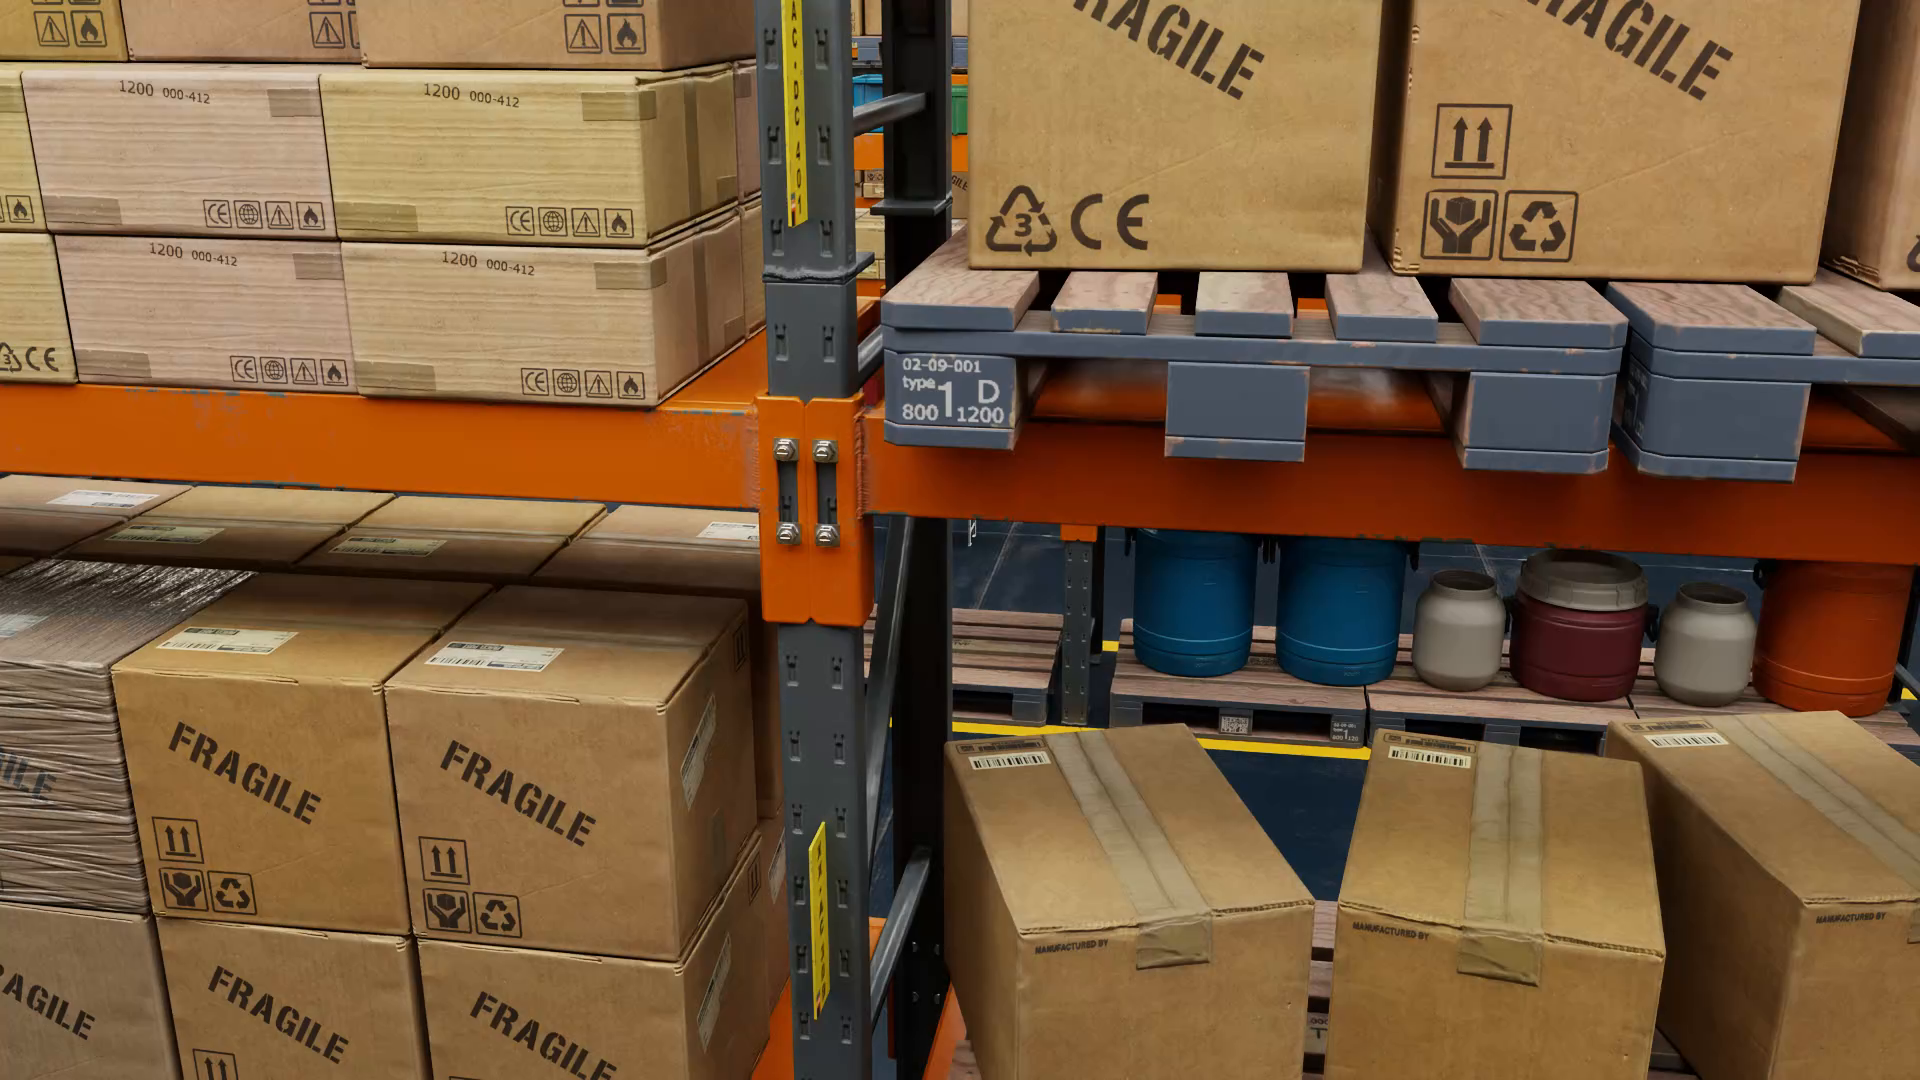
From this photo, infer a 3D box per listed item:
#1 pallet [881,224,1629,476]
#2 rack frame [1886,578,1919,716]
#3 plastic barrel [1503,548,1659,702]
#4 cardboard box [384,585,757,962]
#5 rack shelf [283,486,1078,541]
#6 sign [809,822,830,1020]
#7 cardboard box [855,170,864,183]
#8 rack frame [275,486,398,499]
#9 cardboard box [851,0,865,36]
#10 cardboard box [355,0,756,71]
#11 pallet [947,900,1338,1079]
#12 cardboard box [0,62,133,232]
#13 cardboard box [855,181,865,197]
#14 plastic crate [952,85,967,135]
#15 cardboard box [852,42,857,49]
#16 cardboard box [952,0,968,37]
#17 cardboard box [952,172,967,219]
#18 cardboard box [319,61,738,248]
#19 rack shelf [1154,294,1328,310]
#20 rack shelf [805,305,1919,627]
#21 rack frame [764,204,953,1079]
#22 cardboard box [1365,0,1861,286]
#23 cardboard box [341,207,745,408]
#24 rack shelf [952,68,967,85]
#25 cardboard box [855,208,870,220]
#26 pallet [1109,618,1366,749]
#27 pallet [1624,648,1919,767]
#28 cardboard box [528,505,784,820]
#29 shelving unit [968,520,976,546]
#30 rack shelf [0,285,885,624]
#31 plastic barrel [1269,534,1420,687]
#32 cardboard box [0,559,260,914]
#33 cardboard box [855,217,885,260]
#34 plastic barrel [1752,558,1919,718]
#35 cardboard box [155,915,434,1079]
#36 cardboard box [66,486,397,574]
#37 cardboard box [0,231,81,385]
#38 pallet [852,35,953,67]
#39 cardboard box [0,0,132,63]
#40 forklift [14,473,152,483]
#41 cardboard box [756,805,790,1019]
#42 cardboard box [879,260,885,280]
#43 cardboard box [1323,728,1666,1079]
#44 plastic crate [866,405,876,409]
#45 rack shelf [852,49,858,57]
[{"bbox_3d":[0.476,-0.398,2.834,1.003,0.211,1.213,3,19,9],"label":"pallet"},{"bbox_3d":[4.582,-0.470,7.480,0.127,3.000,1.000,3,19,9],"label":"rack frame"},{"bbox_3d":[2.981,0.399,8.023,0.708,0.588,0.600,3,19,9],"label":"plastic barrel"},{"bbox_3d":[-0.697,0.415,3.103,0.500,0.500,0.500,3,19,9],"label":"cardboard box"},{"bbox_3d":[-1.342,-0.431,8.496,4.000,0.370,1.077,3,19,9],"label":"rack shelf"},{"bbox_3d":[-0.235,0.640,2.797,0.005,0.325,0.100,3,19,9],"label":"sign"},{"bbox_3d":[-1.245,-4.052,17.560,0.500,0.500,0.500,4,19,11],"label":"cardboard box"},{"bbox_3d":[-3.317,-0.872,8.683,0.127,3.000,1.000,3,19,9],"label":"rack frame"},{"bbox_3d":[-0.955,-4.054,12.488,0.500,0.500,0.700,2,19,5],"label":"cardboard box"},{"bbox_3d":[-0.643,-1.076,2.831,0.500,0.500,0.700,3,19,9],"label":"cardboard box"},{"bbox_3d":[0.615,1.046,3.252,1.213,0.211,1.003,3,19,9],"label":"pallet"},{"bbox_3d":[-1.666,-0.699,2.887,0.500,0.250,0.500,3,19,9],"label":"cardboard box"},{"bbox_3d":[-1.119,-3.735,17.634,0.250,0.149,0.380,4,19,11],"label":"cardboard box"},{"bbox_3d":[0.166,-1.920,7.420,0.662,0.188,0.450,3,19,9],"label":"plastic crate"},{"bbox_3d":[-1.242,-5.222,17.190,0.500,0.250,0.500,4,19,11],"label":"cardboard box"},{"bbox_3d":[0.106,-3.988,12.291,0.500,0.500,0.700,4,19,11],"label":"cardboard box"},{"bbox_3d":[-0.014,-2.804,13.043,0.500,0.500,0.500,2,19,7],"label":"cardboard box"},{"bbox_3d":[-0.680,-0.647,2.731,0.500,0.250,0.500,3,19,9],"label":"cardboard box"},{"bbox_3d":[3.393,-1.781,12.532,4.000,0.370,1.077,3,19,9],"label":"rack shelf"},{"bbox_3d":[1.818,-0.100,2.781,4.000,0.370,1.077,3,19,9],"label":"rack shelf"},{"bbox_3d":[-0.157,0.881,3.444,0.127,3.000,1.000,3,19,9],"label":"rack frame"},{"bbox_3d":[0.992,-0.761,2.646,0.600,0.600,0.600,3,19,8],"label":"cardboard box"},{"bbox_3d":[-0.679,-0.412,2.816,0.500,0.250,0.500,3,19,9],"label":"cardboard box"},{"bbox_3d":[-0.556,-3.405,12.658,4.000,0.370,1.077,3,19,9],"label":"rack shelf"},{"bbox_3d":[-1.007,-2.502,13.320,0.500,0.250,0.500,2,19,7],"label":"cardboard box"},{"bbox_3d":[1.388,0.703,8.369,1.213,0.211,1.003,3,19,9],"label":"pallet"},{"bbox_3d":[3.797,0.826,8.002,1.213,0.211,1.003,3,19,9],"label":"pallet"},{"bbox_3d":[-0.577,0.247,3.604,0.500,0.500,0.500,3,19,10],"label":"cardboard box"},{"bbox_3d":[-0.163,-0.577,10.638,0.503,1.200,0.258,3,19,9],"label":"shelving unit"},{"bbox_3d":[-2.131,-0.301,3.383,4.000,0.370,1.077,3,19,9],"label":"rack shelf"},{"bbox_3d":[1.866,0.193,8.143,0.708,0.901,0.600,3,19,9],"label":"plastic barrel"},{"bbox_3d":[-1.701,0.364,3.254,0.500,0.500,0.500,3,19,9],"label":"cardboard box"},{"bbox_3d":[-0.574,-2.310,12.748,0.500,0.250,0.500,3,19,8],"label":"cardboard box"},{"bbox_3d":[4.096,0.341,7.815,0.708,0.830,0.600,3,19,9],"label":"plastic barrel"},{"bbox_3d":[-1.200,0.863,3.339,0.500,0.500,0.500,3,19,10],"label":"cardboard box"},{"bbox_3d":[-1.594,0.195,3.759,0.500,0.500,0.500,2,19,7],"label":"cardboard box"},{"bbox_3d":[-1.666,-0.463,2.968,0.500,0.250,0.500,3,19,9],"label":"cardboard box"},{"bbox_3d":[-0.589,-3.710,12.576,1.213,0.211,1.003,3,19,9],"label":"pallet"},{"bbox_3d":[-1.609,-1.169,3.108,0.500,0.500,0.700,3,19,9],"label":"cardboard box"},{"bbox_3d":[-3.418,-0.019,6.240,3.031,2.935,1.130,12,22,32],"label":"forklift"},{"bbox_3d":[-0.617,0.722,3.760,0.500,0.500,0.500,3,19,10],"label":"cardboard box"},{"bbox_3d":[-0.455,-2.094,12.730,0.250,0.149,0.380,3,19,10],"label":"cardboard box"},{"bbox_3d":[0.964,0.743,3.037,0.500,0.500,0.700,6,19,17],"label":"cardboard box"},{"bbox_3d":[-0.515,-0.541,8.032,0.590,0.125,0.437,3,19,9],"label":"plastic crate"},{"bbox_3d":[0.330,-4.954,17.287,4.000,0.370,1.077,3,19,9],"label":"rack shelf"}]
